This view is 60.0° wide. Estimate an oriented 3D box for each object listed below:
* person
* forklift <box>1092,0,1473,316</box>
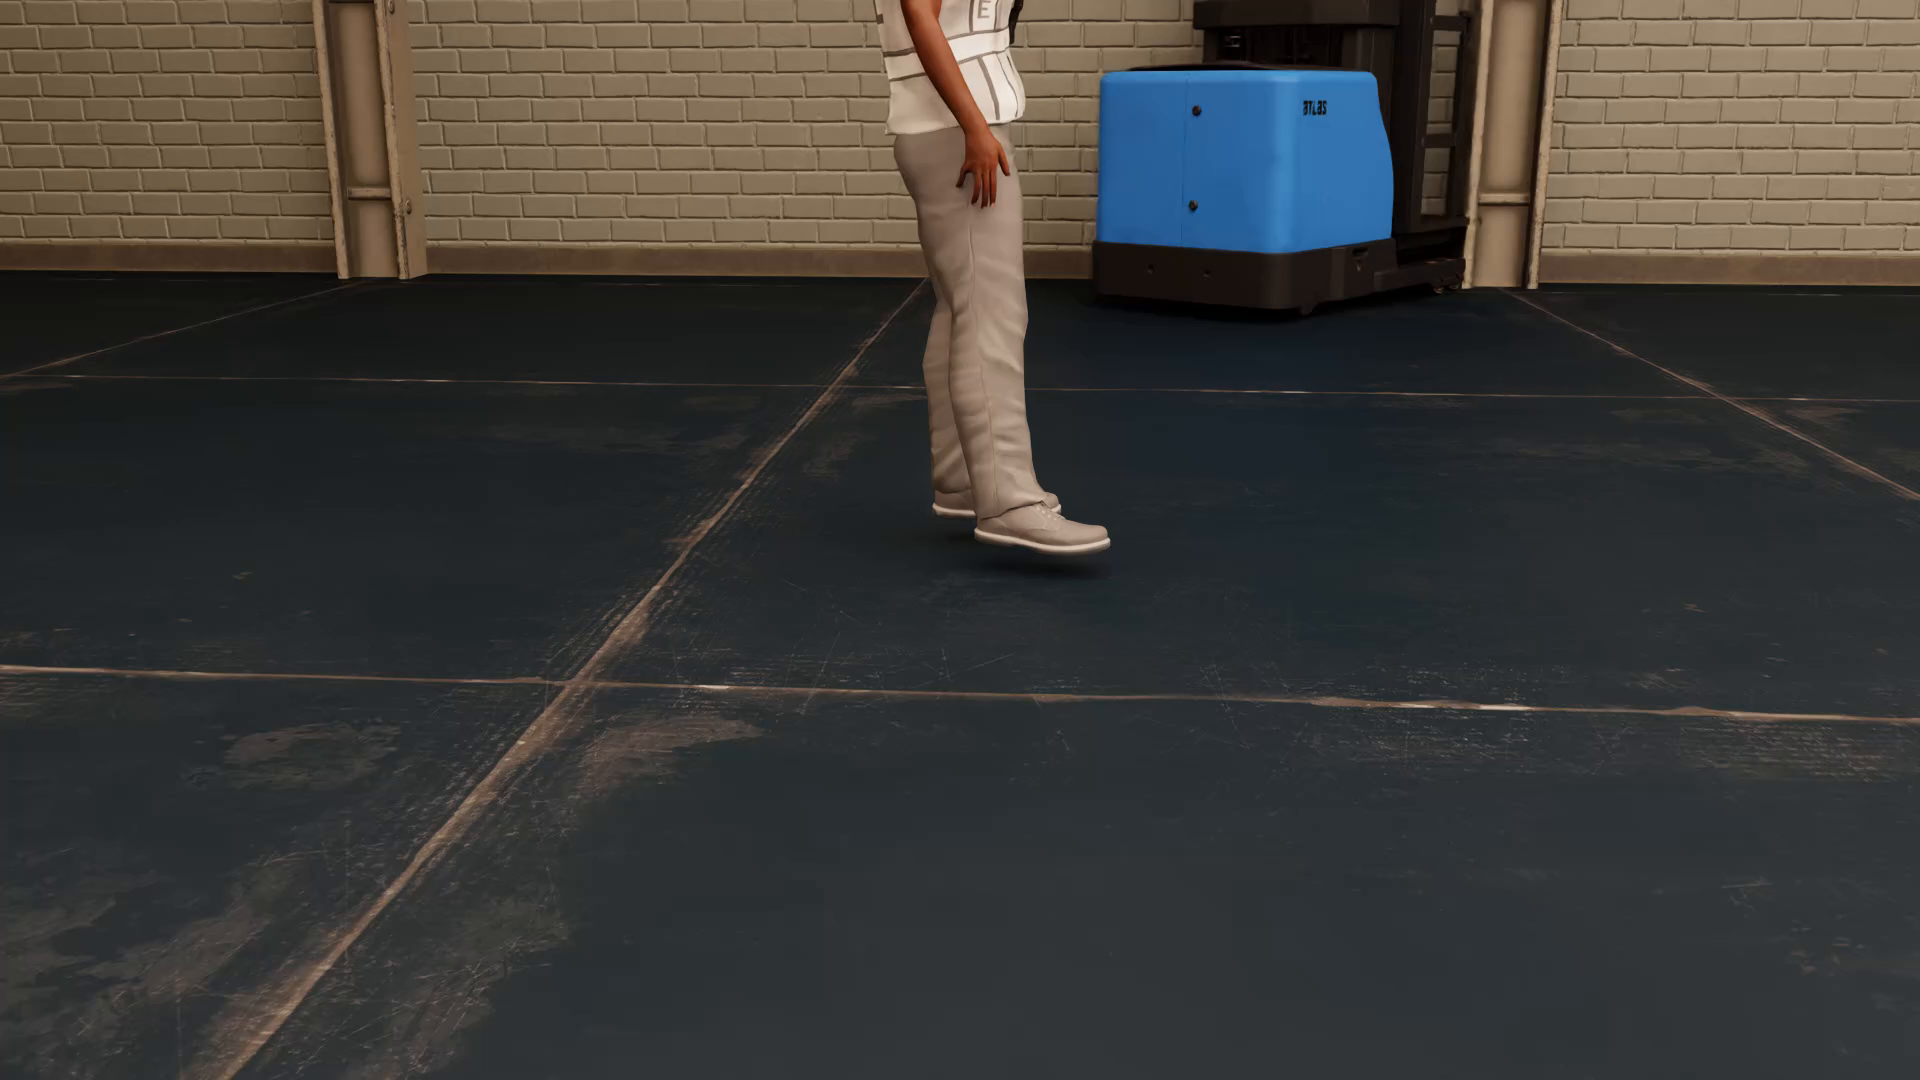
[{"bbox_3d":[0.073,-0.856,3.554,0.529,1.695,0.569,1,15,4],"label":"person"},{"bbox_3d":[1.943,-2.729,8.267,1.130,2.935,3.031,12,19,38],"label":"forklift"}]
